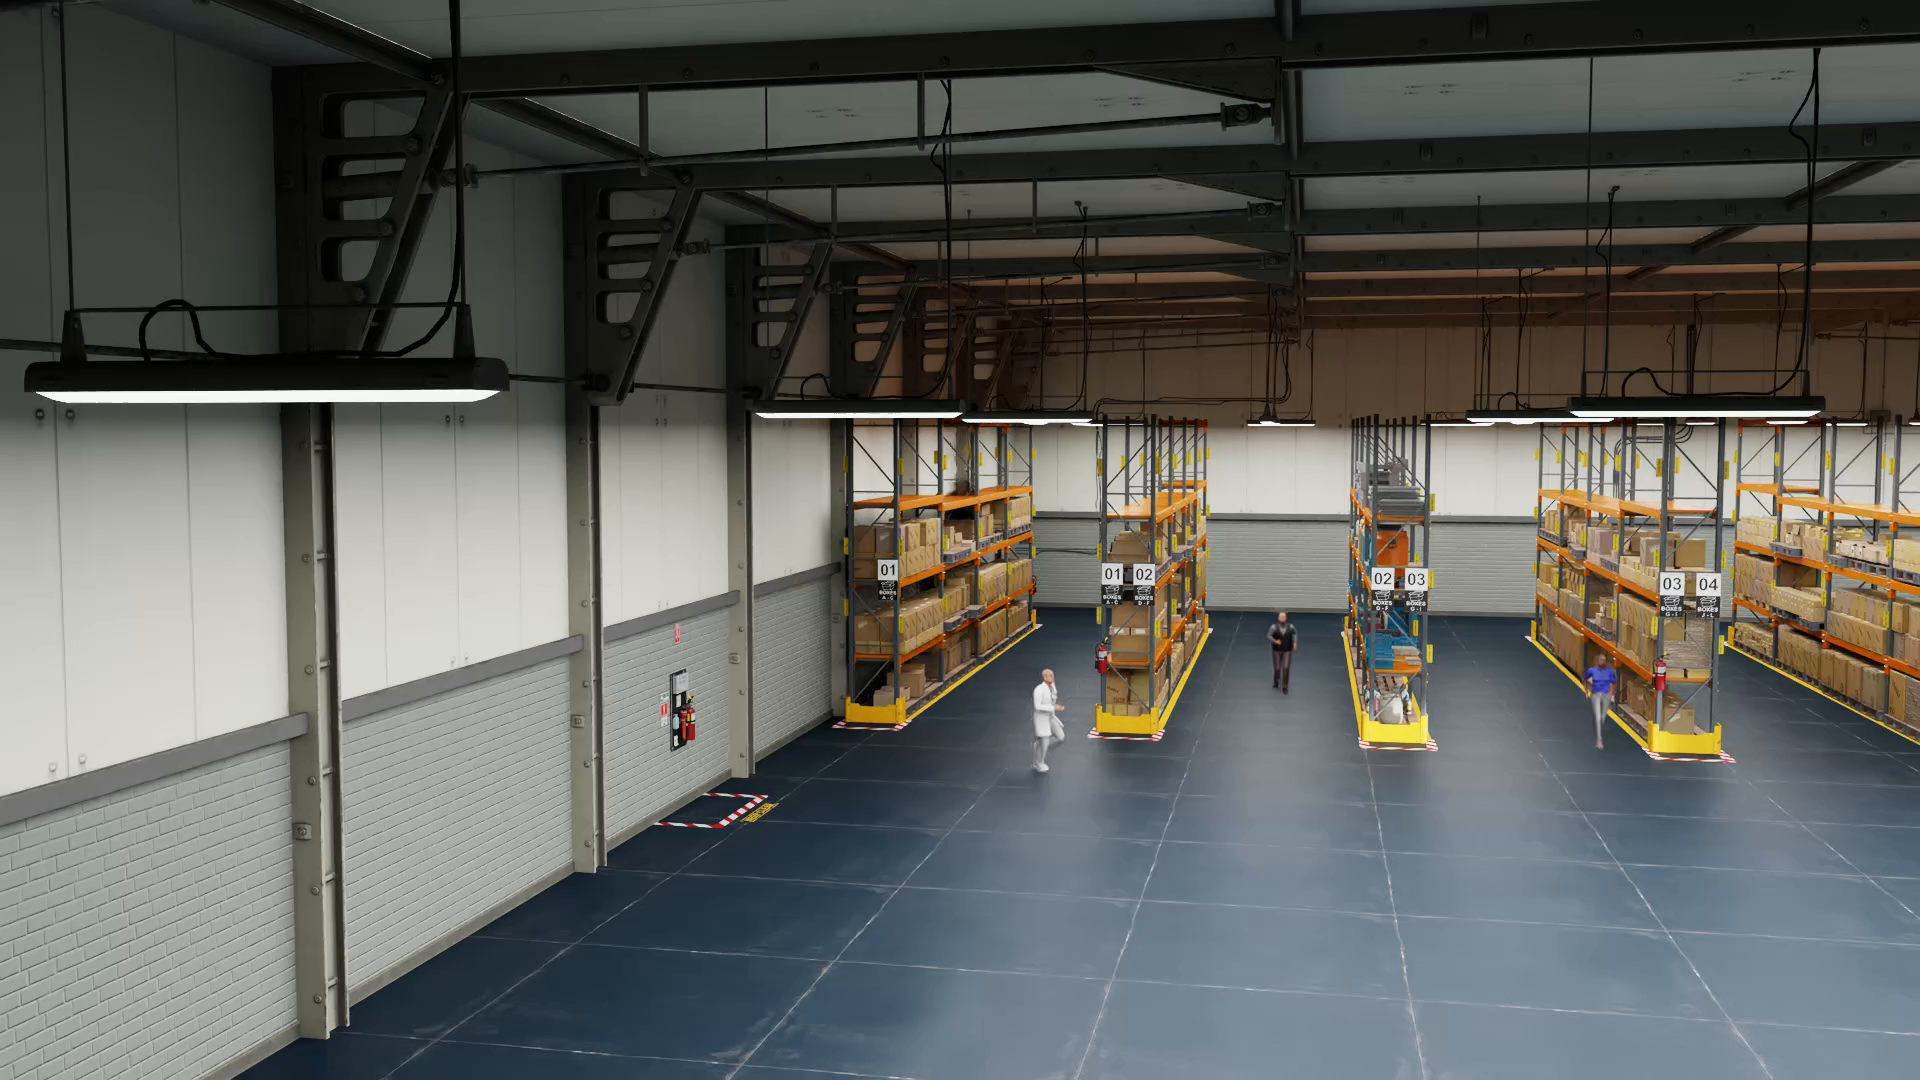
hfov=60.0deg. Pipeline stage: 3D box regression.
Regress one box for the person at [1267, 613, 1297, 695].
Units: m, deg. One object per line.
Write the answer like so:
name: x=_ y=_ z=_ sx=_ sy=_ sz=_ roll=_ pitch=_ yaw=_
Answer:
person: x=7.018 y=2.446 z=36.238 sx=0.676 sy=1.751 sz=0.854 roll=0 pitch=4 yaw=5

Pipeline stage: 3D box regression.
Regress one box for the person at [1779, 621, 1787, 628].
person: x=22.018 y=1.910 z=44.725 sx=0.737 sy=1.678 sz=0.521 roll=-2 pitch=4 yaw=-25

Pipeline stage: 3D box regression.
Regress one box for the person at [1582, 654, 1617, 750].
person: x=11.580 y=2.903 z=30.102 sx=0.577 sy=1.699 sz=0.834 roll=1 pitch=4 yaw=8

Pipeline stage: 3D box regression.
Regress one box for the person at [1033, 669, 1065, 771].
person: x=1.480 y=3.006 z=27.756 sx=0.724 sy=1.728 sz=0.761 roll=3 pitch=5 yaw=38
